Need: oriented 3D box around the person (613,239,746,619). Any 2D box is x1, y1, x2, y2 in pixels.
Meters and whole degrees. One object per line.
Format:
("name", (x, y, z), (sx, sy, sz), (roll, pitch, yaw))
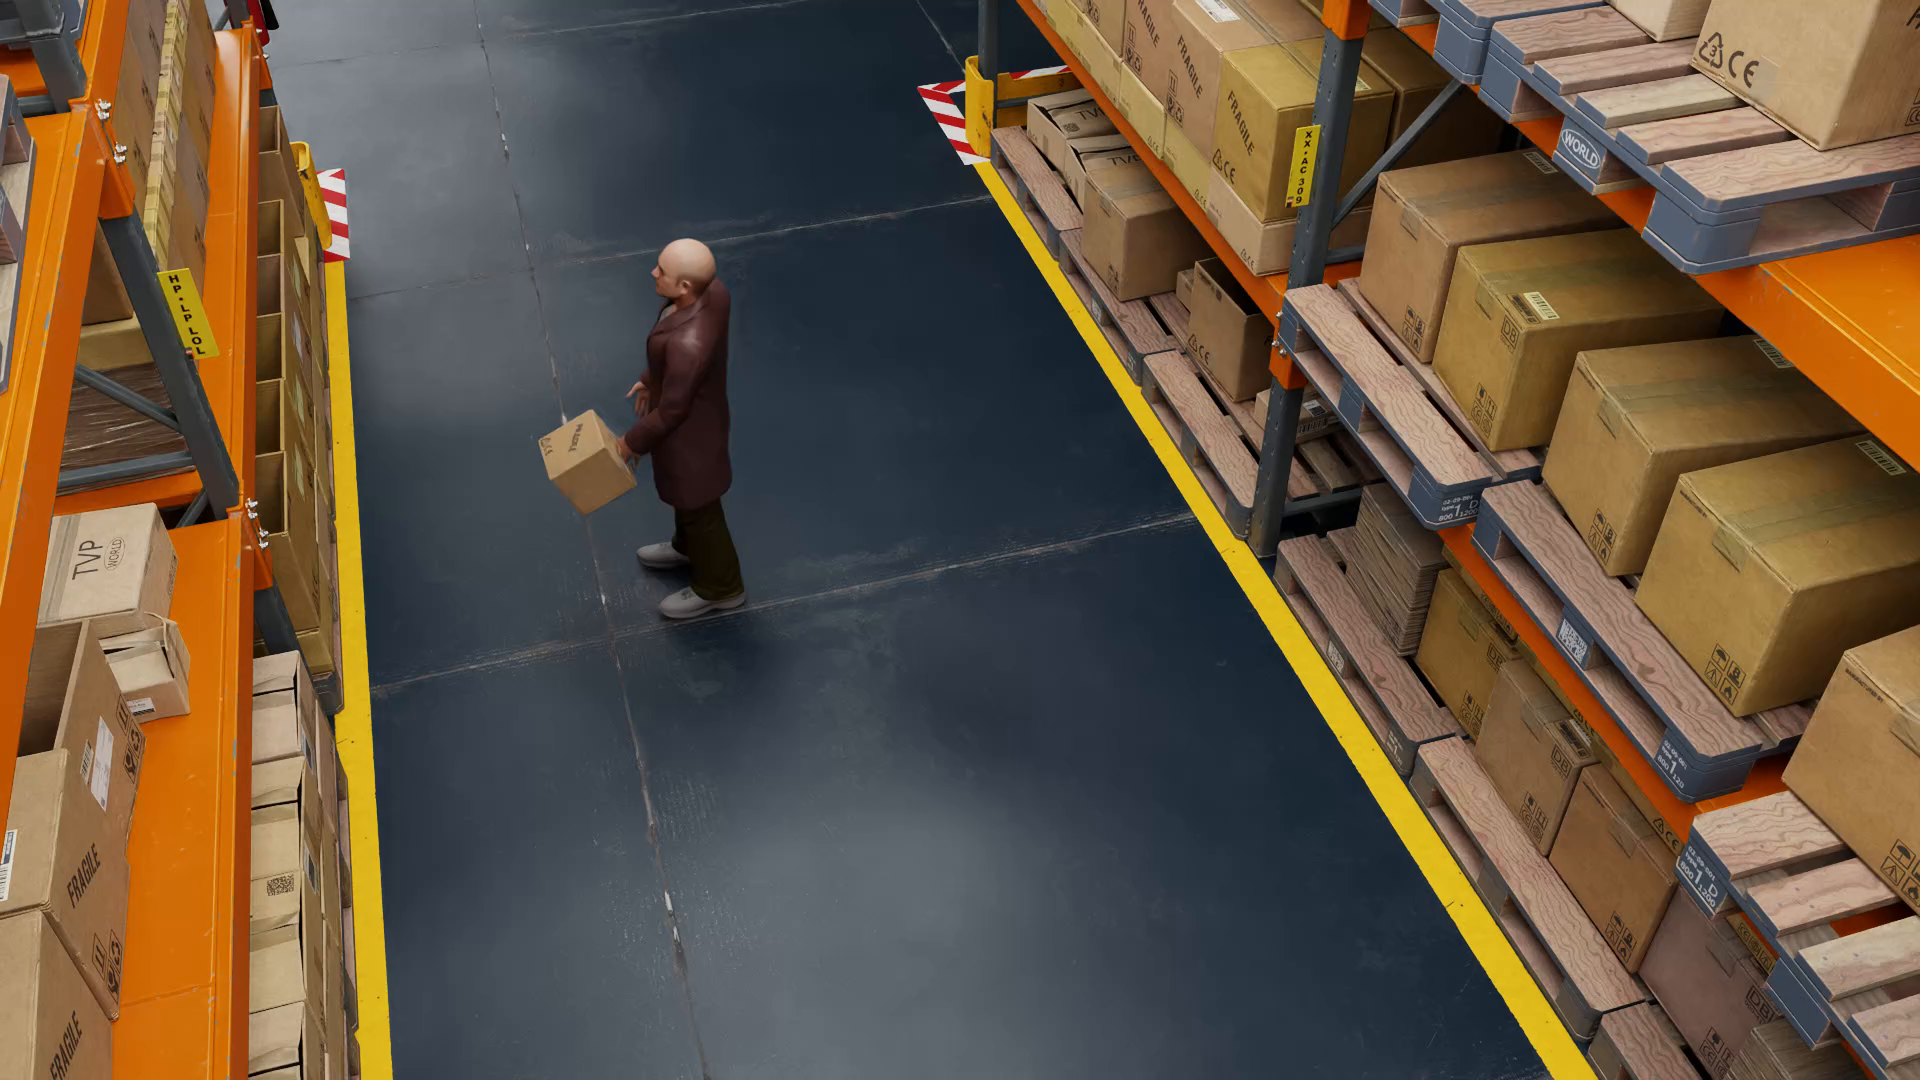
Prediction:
("person", (-1.165, -0.430, 6.645), (0.558, 1.778, 0.570), (2, 42, 2))
